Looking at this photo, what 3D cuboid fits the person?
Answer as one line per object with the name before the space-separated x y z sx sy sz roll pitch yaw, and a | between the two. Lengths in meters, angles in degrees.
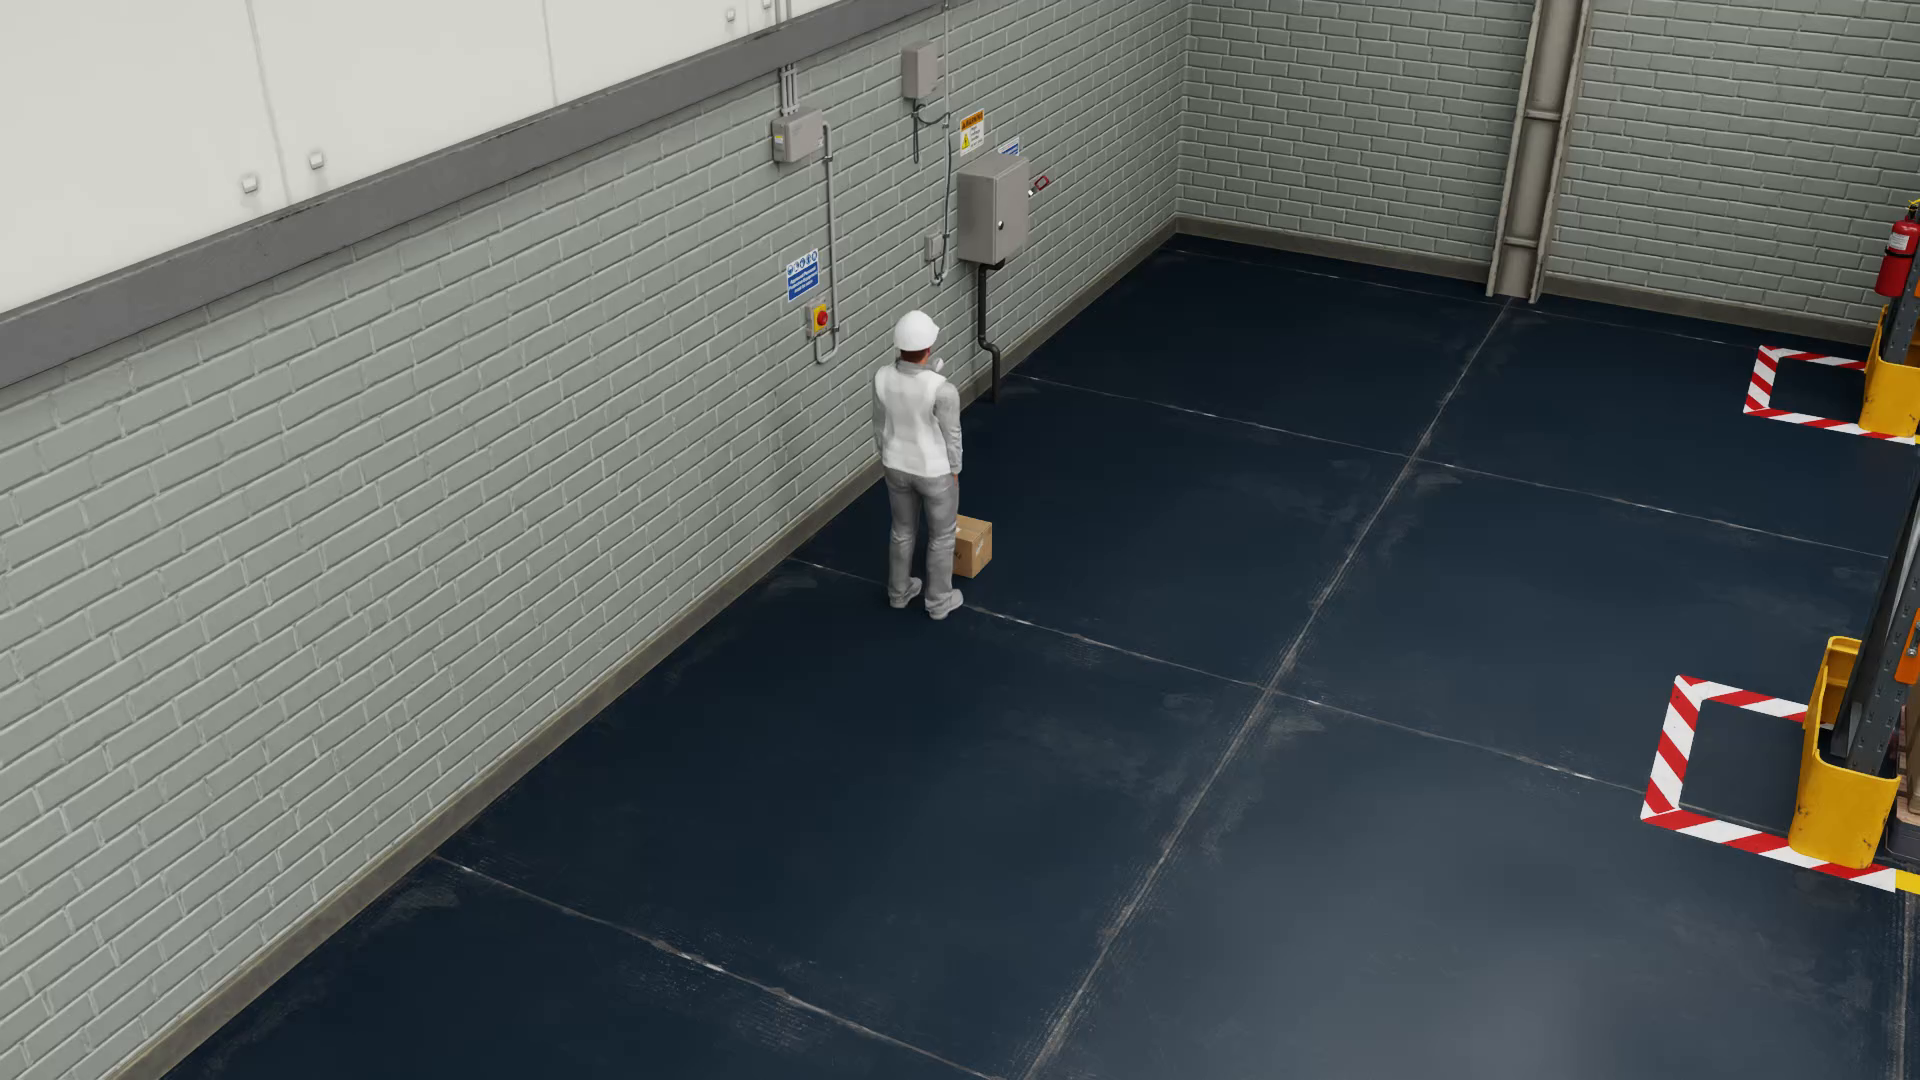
person | -0.222 -0.409 8.990 0.533 1.764 0.359 15 33 24
